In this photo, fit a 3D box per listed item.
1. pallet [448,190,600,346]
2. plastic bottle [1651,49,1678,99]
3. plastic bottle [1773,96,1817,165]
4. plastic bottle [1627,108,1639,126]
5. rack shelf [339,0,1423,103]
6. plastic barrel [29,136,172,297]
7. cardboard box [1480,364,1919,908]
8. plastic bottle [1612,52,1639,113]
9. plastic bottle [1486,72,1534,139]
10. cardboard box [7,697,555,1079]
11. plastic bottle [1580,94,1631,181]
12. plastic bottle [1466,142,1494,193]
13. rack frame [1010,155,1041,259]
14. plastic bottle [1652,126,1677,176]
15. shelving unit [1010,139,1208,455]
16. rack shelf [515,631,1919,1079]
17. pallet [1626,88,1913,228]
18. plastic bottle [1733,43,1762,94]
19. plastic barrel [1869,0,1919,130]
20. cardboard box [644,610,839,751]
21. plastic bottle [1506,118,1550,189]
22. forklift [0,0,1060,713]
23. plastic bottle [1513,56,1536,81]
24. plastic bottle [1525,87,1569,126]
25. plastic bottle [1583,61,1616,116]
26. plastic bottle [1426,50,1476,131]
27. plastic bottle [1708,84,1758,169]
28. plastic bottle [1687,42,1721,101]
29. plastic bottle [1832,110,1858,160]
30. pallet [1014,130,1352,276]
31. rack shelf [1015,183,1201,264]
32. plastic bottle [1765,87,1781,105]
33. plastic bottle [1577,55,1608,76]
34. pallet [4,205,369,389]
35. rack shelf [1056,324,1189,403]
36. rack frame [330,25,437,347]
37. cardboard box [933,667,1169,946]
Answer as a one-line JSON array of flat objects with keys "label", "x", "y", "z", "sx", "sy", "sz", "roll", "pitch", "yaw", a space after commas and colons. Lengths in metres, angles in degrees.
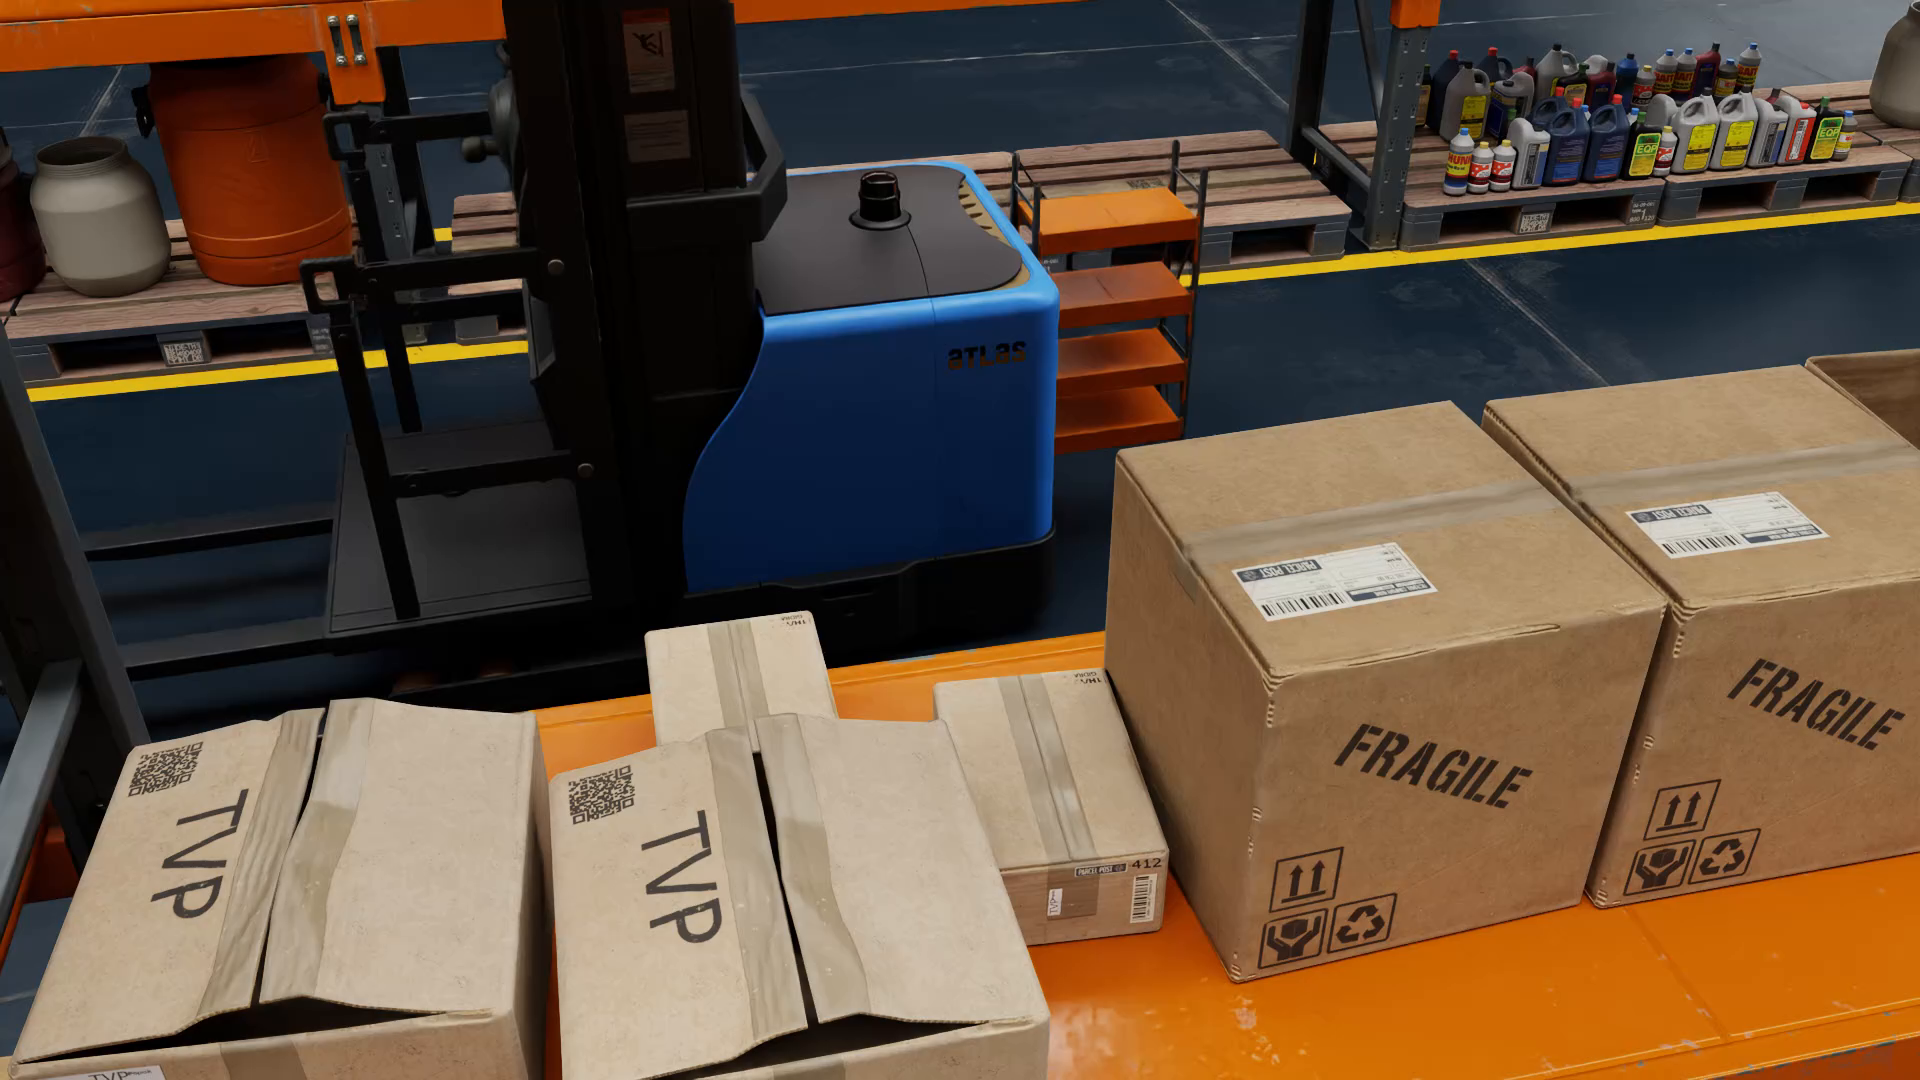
[{"label": "pallet", "x": -1.445, "y": -1.171, "z": 6.806, "sx": 1.213, "sy": 0.211, "sz": 1.003, "roll": -7, "pitch": 35, "yaw": -11}, {"label": "plastic bottle", "x": 3.325, "y": -2.180, "z": 7.861, "sx": 0.097, "sy": 0.271, "sz": 0.097, "roll": 0, "pitch": 34, "yaw": 0}, {"label": "plastic bottle", "x": 3.648, "y": -1.810, "z": 7.305, "sx": 0.135, "sy": 0.276, "sz": 0.152, "roll": -7, "pitch": 34, "yaw": -10}, {"label": "plastic bottle", "x": 2.891, "y": -1.732, "z": 7.192, "sx": 0.097, "sy": 0.271, "sz": 0.097, "roll": 0, "pitch": 34, "yaw": 0}, {"label": "rack shelf", "x": -0.258, "y": -2.202, "z": 6.485, "sx": 4.000, "sy": 0.370, "sz": 1.077, "roll": -7, "pitch": 35, "yaw": -11}, {"label": "plastic barrel", "x": -3.213, "y": -1.209, "z": 6.215, "sx": 0.421, "sy": 0.512, "sz": 0.421, "roll": 0, "pitch": 34, "yaw": 0}, {"label": "cardboard box", "x": 1.027, "y": 0.116, "z": 2.295, "sx": 0.500, "sy": 0.500, "sz": 0.500, "roll": -7, "pitch": 35, "yaw": -10}, {"label": "plastic bottle", "x": 3.127, "y": -2.155, "z": 7.824, "sx": 0.097, "sy": 0.271, "sz": 0.097, "roll": 0, "pitch": 34, "yaw": 0}, {"label": "plastic bottle", "x": 2.502, "y": -1.980, "z": 7.559, "sx": 0.135, "sy": 0.276, "sz": 0.152, "roll": -7, "pitch": 35, "yaw": -11}, {"label": "cardboard box", "x": -0.755, "y": 0.454, "z": 1.962, "sx": 0.500, "sy": 0.311, "sz": 0.500, "roll": -5, "pitch": 34, "yaw": -8}, {"label": "plastic bottle", "x": 2.756, "y": -1.726, "z": 7.113, "sx": 0.185, "sy": 0.351, "sz": 0.144, "roll": -9, "pitch": 35, "yaw": -13}, {"label": "plastic bottle", "x": 2.199, "y": -1.581, "z": 7.030, "sx": 0.097, "sy": 0.201, "sz": 0.097, "roll": 0, "pitch": 34, "yaw": 0}, {"label": "rack frame", "x": 0.184, "y": -0.531, "z": 4.965, "sx": 0.015, "sy": 1.200, "sz": 0.240, "roll": -8, "pitch": 35, "yaw": -12}, {"label": "plastic bottle", "x": 3.037, "y": -1.686, "z": 7.188, "sx": 0.097, "sy": 0.201, "sz": 0.097, "roll": 0, "pitch": 34, "yaw": 0}, {"label": "shelving unit", "x": 0.420, "y": -0.566, "z": 5.016, "sx": 0.503, "sy": 1.200, "sz": 0.258, "roll": -8, "pitch": 35, "yaw": -12}, {"label": "rack shelf", "x": 0.831, "y": 0.490, "z": 2.473, "sx": 4.000, "sy": 0.370, "sz": 1.077, "roll": -7, "pitch": 35, "yaw": -11}, {"label": "pallet", "x": 3.549, "y": -1.801, "z": 7.744, "sx": 1.213, "sy": 0.211, "sz": 1.003, "roll": -7, "pitch": 35, "yaw": -11}, {"label": "plastic bottle", "x": 3.757, "y": -2.235, "z": 7.942, "sx": 0.097, "sy": 0.271, "sz": 0.097, "roll": 0, "pitch": 34, "yaw": 0}, {"label": "plastic barrel", "x": 4.480, "y": -2.196, "z": 7.686, "sx": 0.421, "sy": 0.512, "sz": 0.421, "roll": 0, "pitch": 34, "yaw": 0}, {"label": "cardboard box", "x": -0.303, "y": 0.281, "z": 2.365, "sx": 0.250, "sy": 0.149, "sz": 0.380, "roll": -7, "pitch": 35, "yaw": -11}, {"label": "plastic bottle", "x": 2.409, "y": -1.654, "z": 7.072, "sx": 0.135, "sy": 0.276, "sz": 0.152, "roll": -6, "pitch": 34, "yaw": -9}, {"label": "forklift", "x": -1.299, "y": -1.027, "z": 4.150, "sx": 3.031, "sy": 2.935, "sz": 1.130, "roll": -8, "pitch": 35, "yaw": -12}, {"label": "plastic bottle", "x": 2.594, "y": -2.104, "z": 7.736, "sx": 0.133, "sy": 0.283, "sz": 0.061, "roll": -5, "pitch": 34, "yaw": -7}, {"label": "plastic bottle", "x": 2.540, "y": -1.782, "z": 7.195, "sx": 0.185, "sy": 0.351, "sz": 0.144, "roll": -7, "pitch": 35, "yaw": -11}, {"label": "plastic bottle", "x": 2.943, "y": -2.061, "z": 7.672, "sx": 0.133, "sy": 0.283, "sz": 0.061, "roll": -7, "pitch": 35, "yaw": -11}, {"label": "plastic bottle", "x": 2.257, "y": -2.065, "z": 7.618, "sx": 0.185, "sy": 0.351, "sz": 0.144, "roll": -8, "pitch": 35, "yaw": -12}, {"label": "plastic bottle", "x": 3.352, "y": -1.801, "z": 7.225, "sx": 0.185, "sy": 0.351, "sz": 0.144, "roll": -6, "pitch": 34, "yaw": -9}, {"label": "plastic bottle", "x": 3.532, "y": -2.222, "z": 7.912, "sx": 0.133, "sy": 0.283, "sz": 0.061, "roll": -7, "pitch": 34, "yaw": -10}, {"label": "plastic bottle", "x": 3.899, "y": -1.795, "z": 7.350, "sx": 0.097, "sy": 0.201, "sz": 0.097, "roll": 0, "pitch": 34, "yaw": 0}, {"label": "pallet", "x": 0.935, "y": -1.471, "z": 7.253, "sx": 1.213, "sy": 0.211, "sz": 1.003, "roll": -7, "pitch": 35, "yaw": -11}, {"label": "rack shelf", "x": 0.420, "y": -0.892, "z": 4.797, "sx": 0.480, "sy": 0.148, "sz": 0.258, "roll": -8, "pitch": 35, "yaw": -12}, {"label": "plastic bottle", "x": 3.624, "y": -1.871, "z": 7.389, "sx": 0.133, "sy": 0.283, "sz": 0.061, "roll": -7, "pitch": 35, "yaw": -11}, {"label": "plastic bottle", "x": 2.919, "y": -2.115, "z": 7.760, "sx": 0.135, "sy": 0.276, "sz": 0.152, "roll": -7, "pitch": 34, "yaw": -10}, {"label": "pallet", "x": -2.969, "y": -0.978, "z": 6.517, "sx": 1.213, "sy": 0.211, "sz": 1.003, "roll": -7, "pitch": 35, "yaw": -11}, {"label": "rack shelf", "x": 0.420, "y": -0.510, "z": 5.054, "sx": 0.480, "sy": 0.148, "sz": 0.258, "roll": -8, "pitch": 35, "yaw": -12}, {"label": "rack frame", "x": -2.209, "y": -2.255, "z": 5.918, "sx": 0.127, "sy": 3.000, "sz": 1.000, "roll": -7, "pitch": 35, "yaw": -11}, {"label": "cardboard box", "x": 0.112, "y": 0.354, "z": 2.255, "sx": 0.250, "sy": 0.149, "sz": 0.380, "roll": -5, "pitch": 34, "yaw": -7}]
